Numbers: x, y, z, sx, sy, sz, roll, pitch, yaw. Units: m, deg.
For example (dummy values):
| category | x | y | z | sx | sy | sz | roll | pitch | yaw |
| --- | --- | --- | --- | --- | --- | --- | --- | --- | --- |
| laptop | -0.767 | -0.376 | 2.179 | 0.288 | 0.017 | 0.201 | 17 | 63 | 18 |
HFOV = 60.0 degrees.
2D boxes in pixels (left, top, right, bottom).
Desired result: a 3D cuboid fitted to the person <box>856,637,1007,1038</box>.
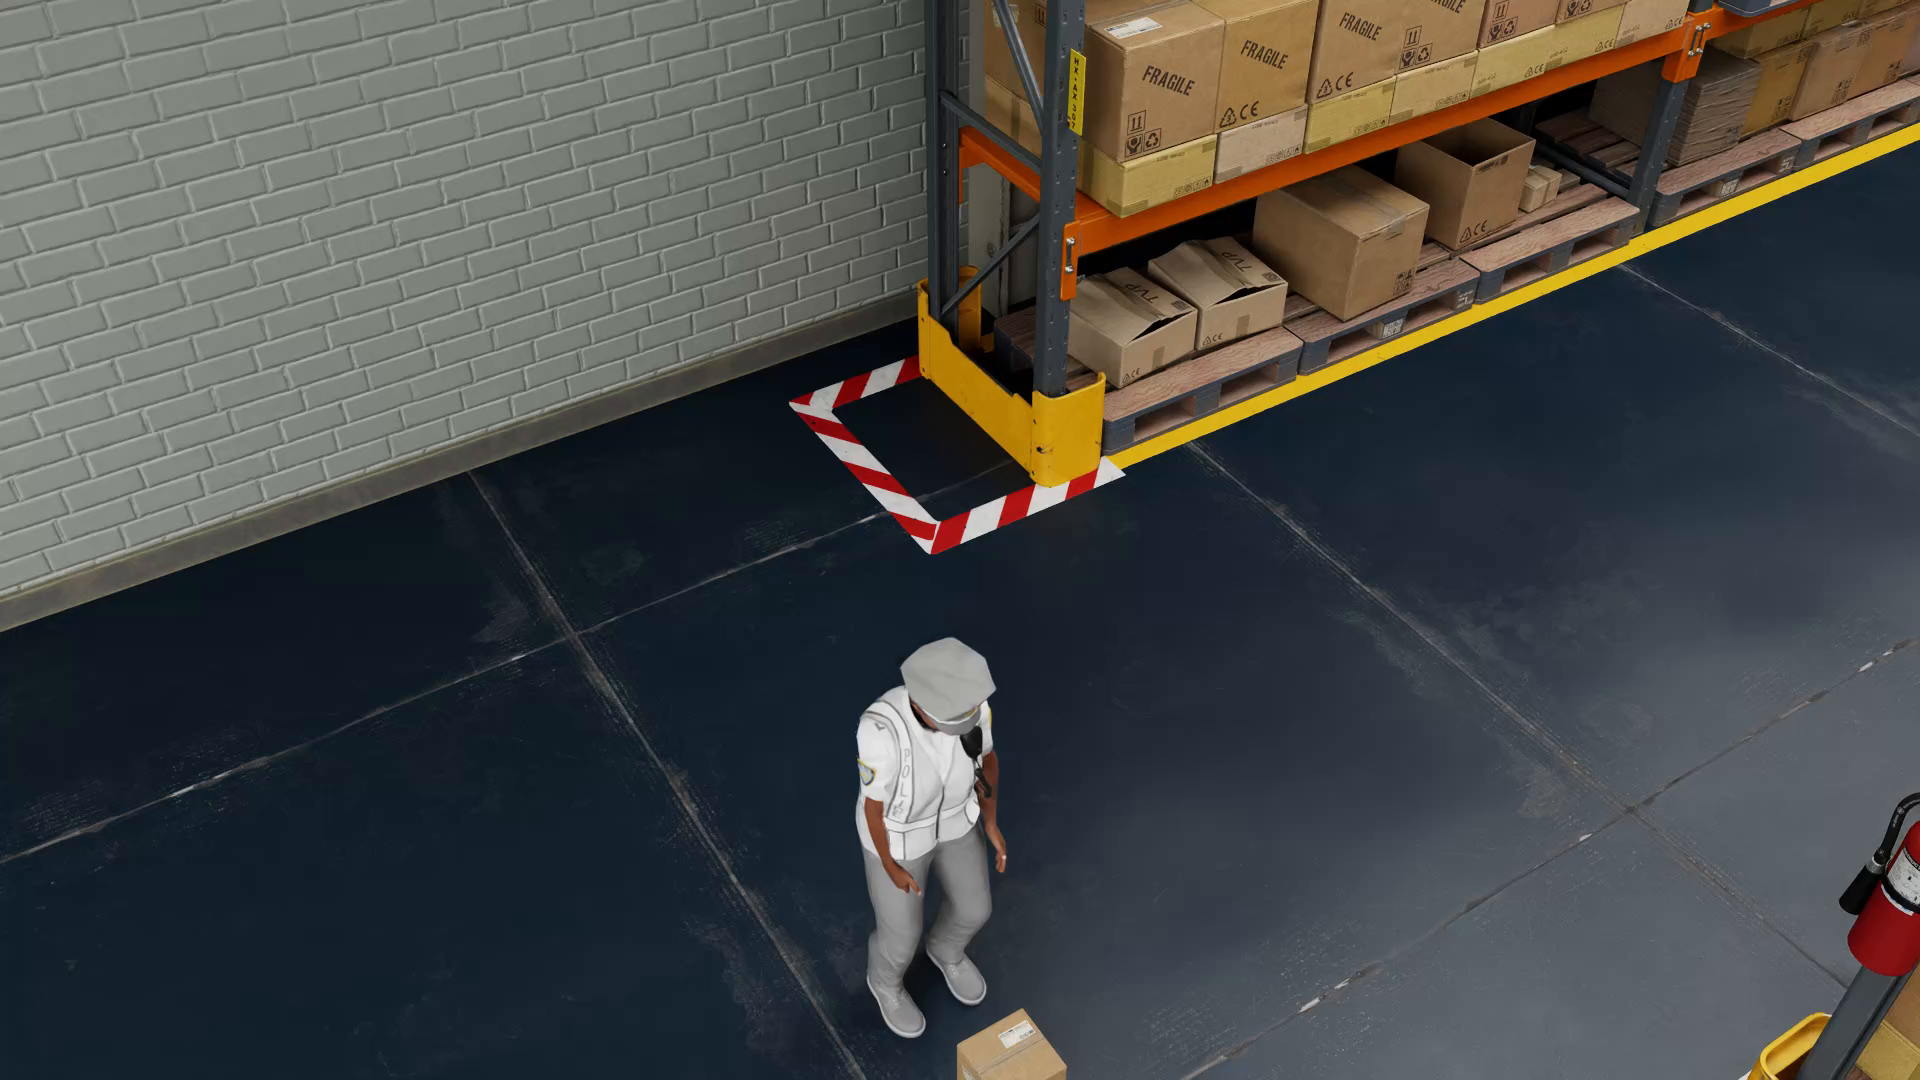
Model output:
| category | x | y | z | sx | sy | sz | roll | pitch | yaw |
| --- | --- | --- | --- | --- | --- | --- | --- | --- | --- |
| person | -0.082 | 0.914 | 5.142 | 0.453 | 1.631 | 0.424 | -22 | 45 | -23 |
